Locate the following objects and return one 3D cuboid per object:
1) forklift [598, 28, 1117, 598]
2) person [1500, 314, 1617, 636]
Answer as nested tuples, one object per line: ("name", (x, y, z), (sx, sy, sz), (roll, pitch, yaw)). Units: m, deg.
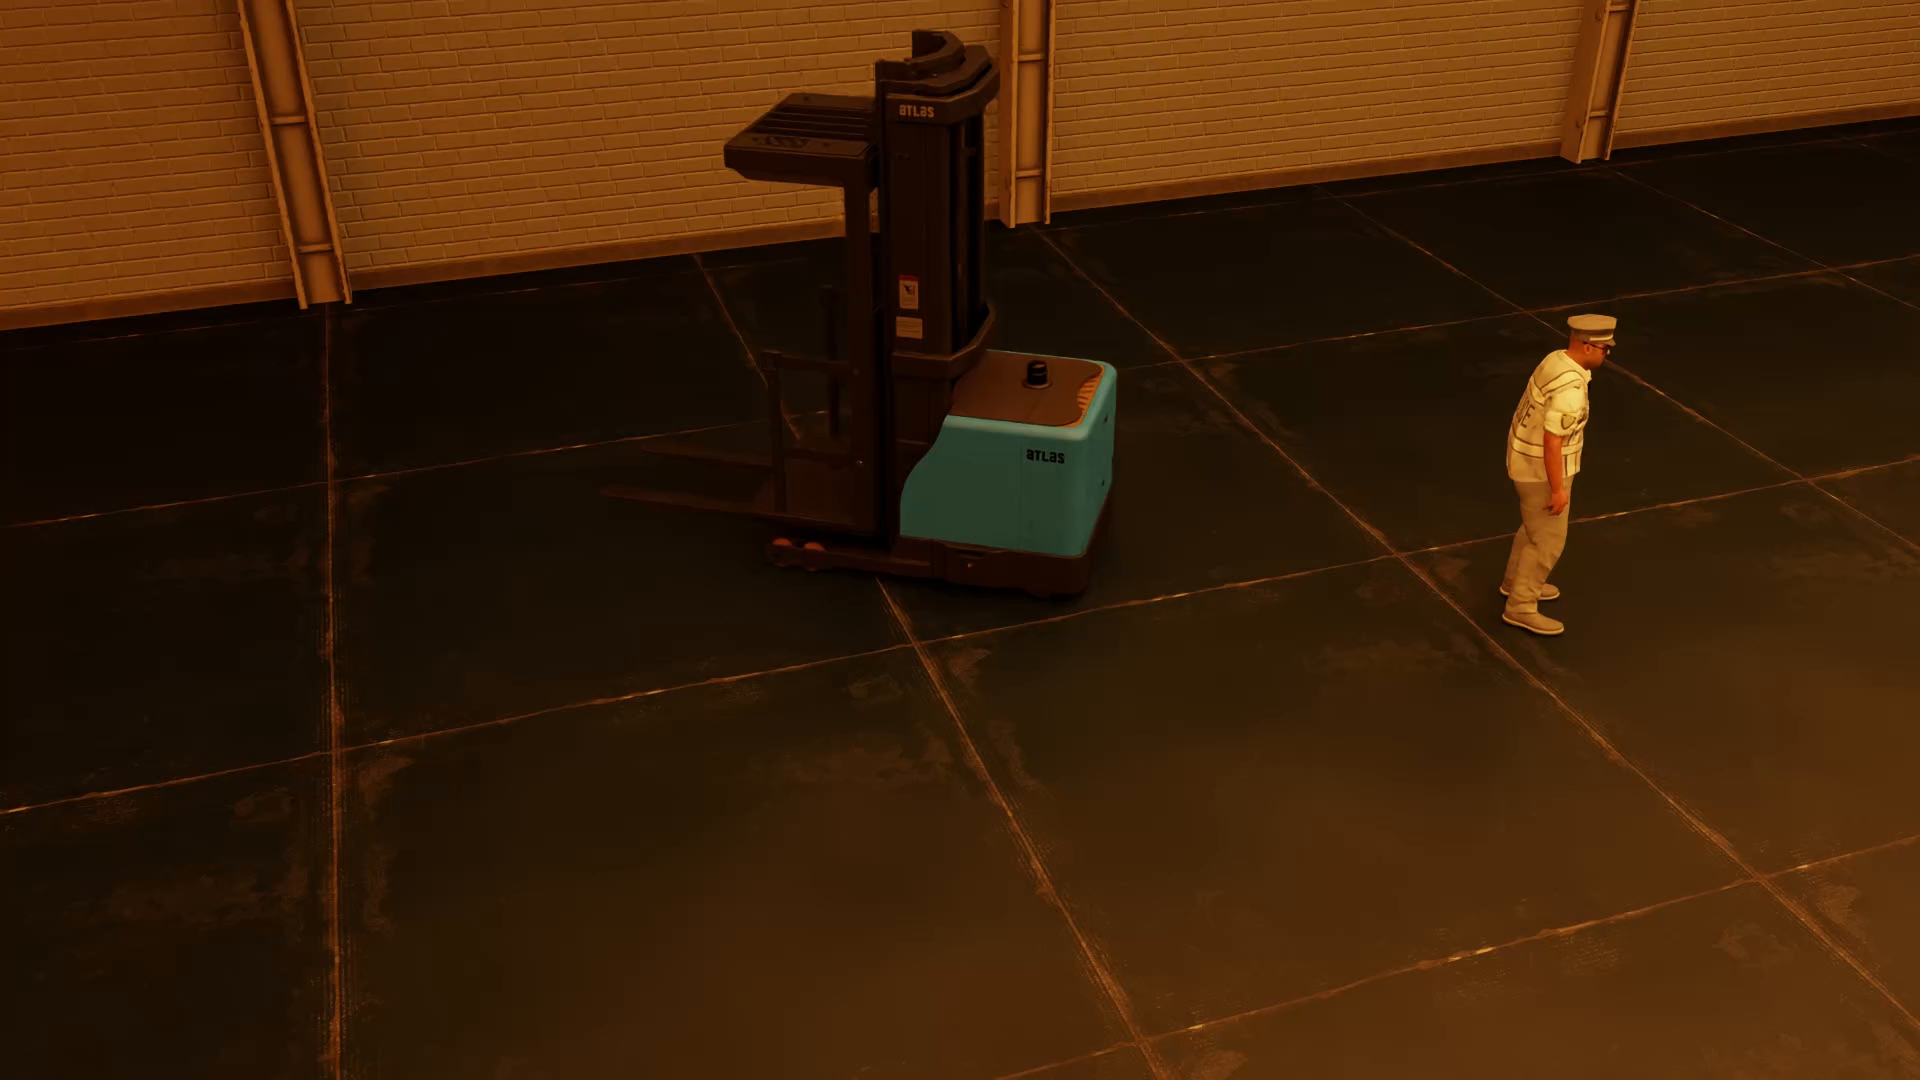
("forklift", (-0.650, -1.333, 9.403), (3.031, 2.935, 1.130), (7, 31, 13))
("person", (3.157, -0.383, 8.939), (0.439, 1.747, 0.585), (7, 31, 11))
